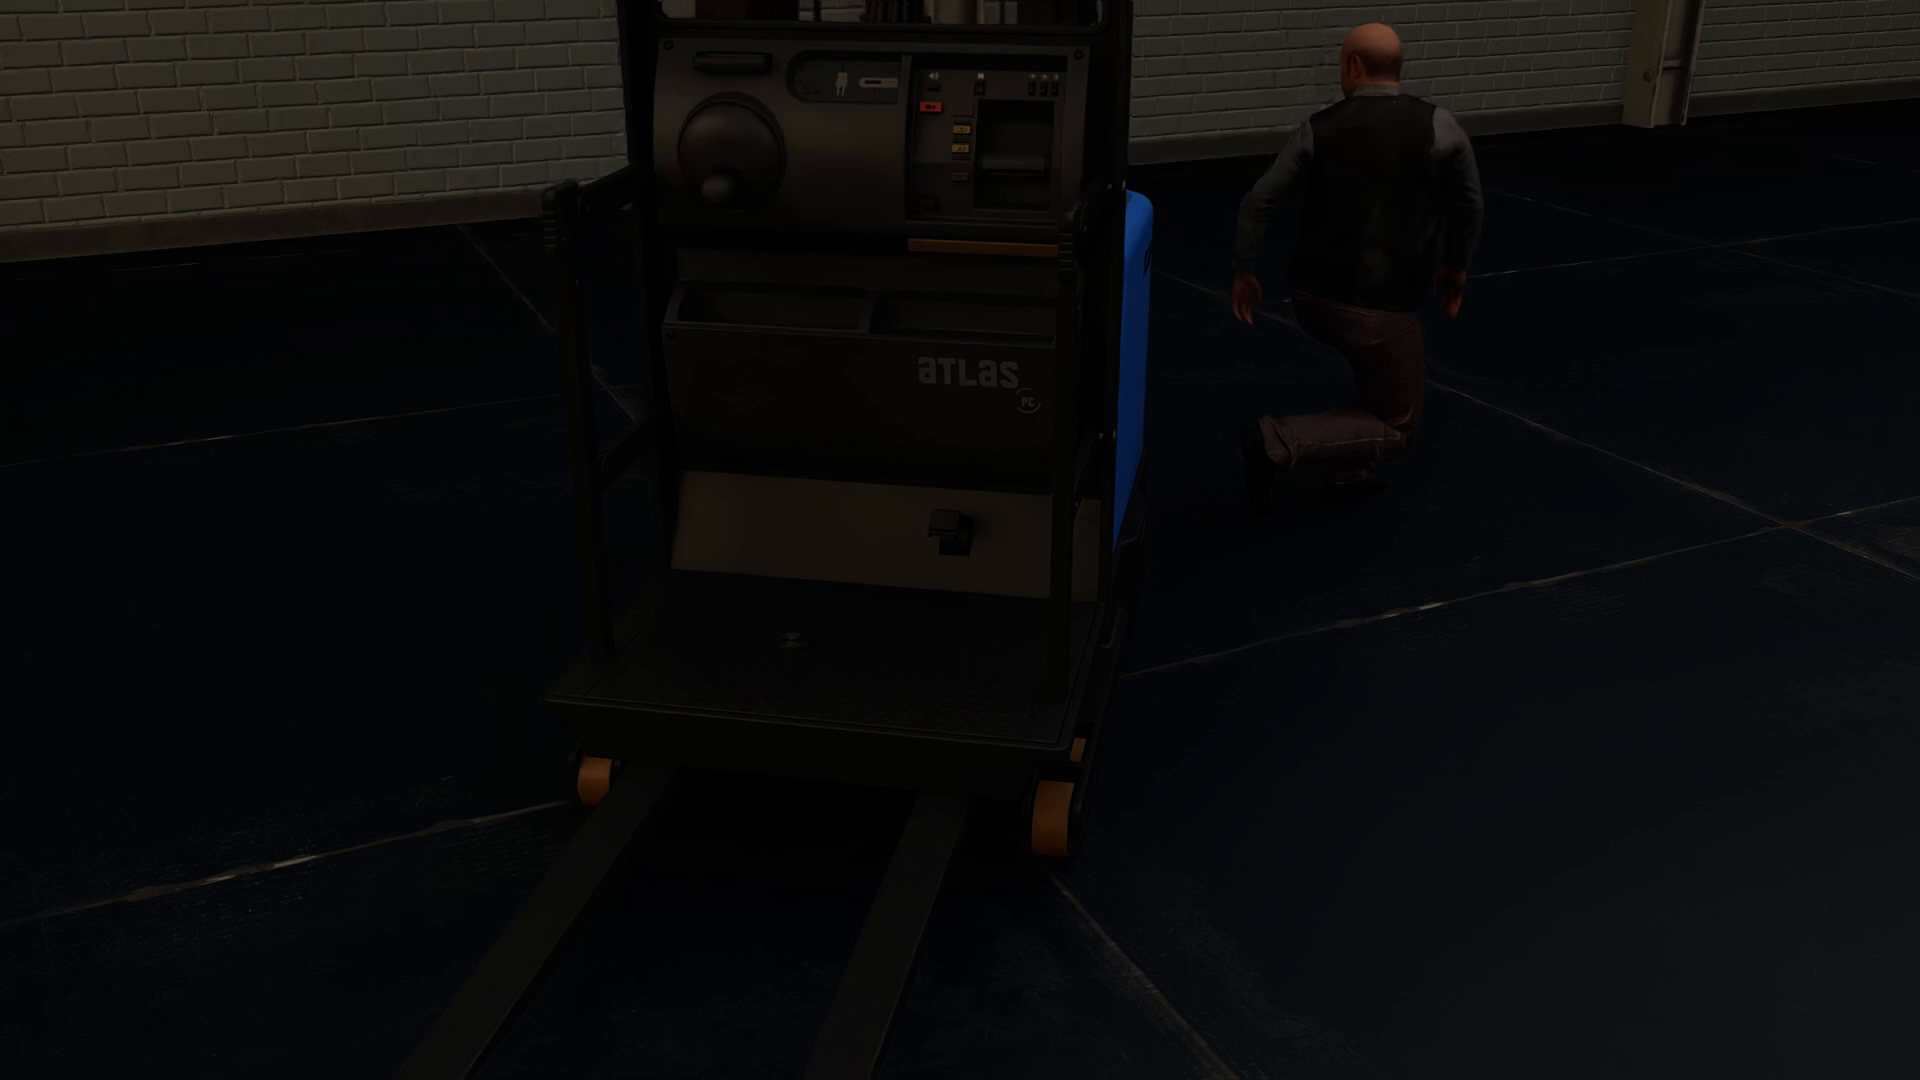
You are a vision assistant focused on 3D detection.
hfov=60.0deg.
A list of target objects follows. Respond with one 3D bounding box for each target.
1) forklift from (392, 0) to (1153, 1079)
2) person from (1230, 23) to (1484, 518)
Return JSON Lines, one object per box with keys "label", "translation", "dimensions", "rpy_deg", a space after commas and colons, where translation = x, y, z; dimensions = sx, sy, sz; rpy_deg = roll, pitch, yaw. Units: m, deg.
{"label": "forklift", "translation": [-0.234, -0.838, 3.303], "dimensions": [1.130, 2.935, 3.031], "rpy_deg": [4, 23, 10]}
{"label": "person", "translation": [1.171, -0.808, 5.151], "dimensions": [0.806, 1.502, 0.627], "rpy_deg": [-15, 27, -32]}
